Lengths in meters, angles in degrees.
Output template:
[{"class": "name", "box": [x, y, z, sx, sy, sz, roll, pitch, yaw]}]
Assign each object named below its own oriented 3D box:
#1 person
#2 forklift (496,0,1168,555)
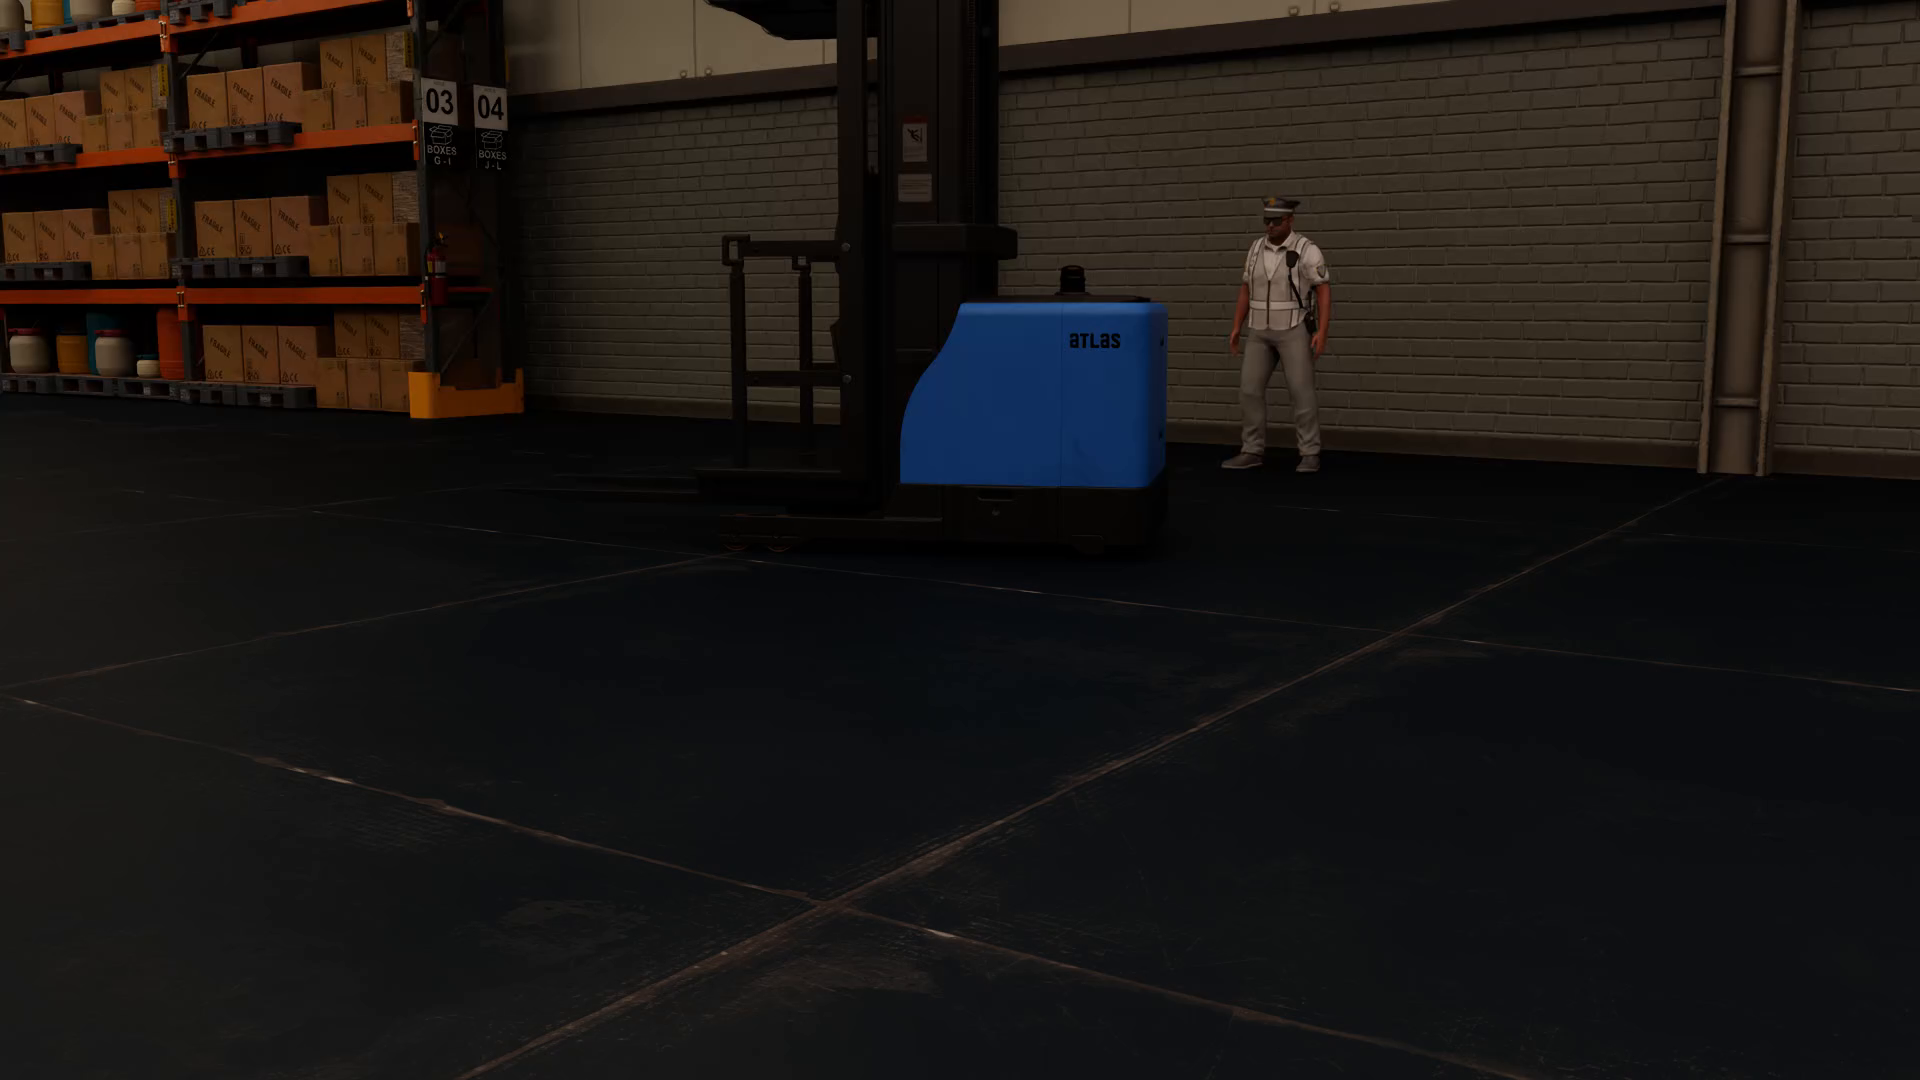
[{"class": "person", "box": [2.058, -1.326, 10.727, 0.663, 1.752, 0.465, 6, 10, 36]}, {"class": "forklift", "box": [-0.596, -1.469, 7.520, 3.031, 2.935, 1.130, 2, 8, 12]}]
